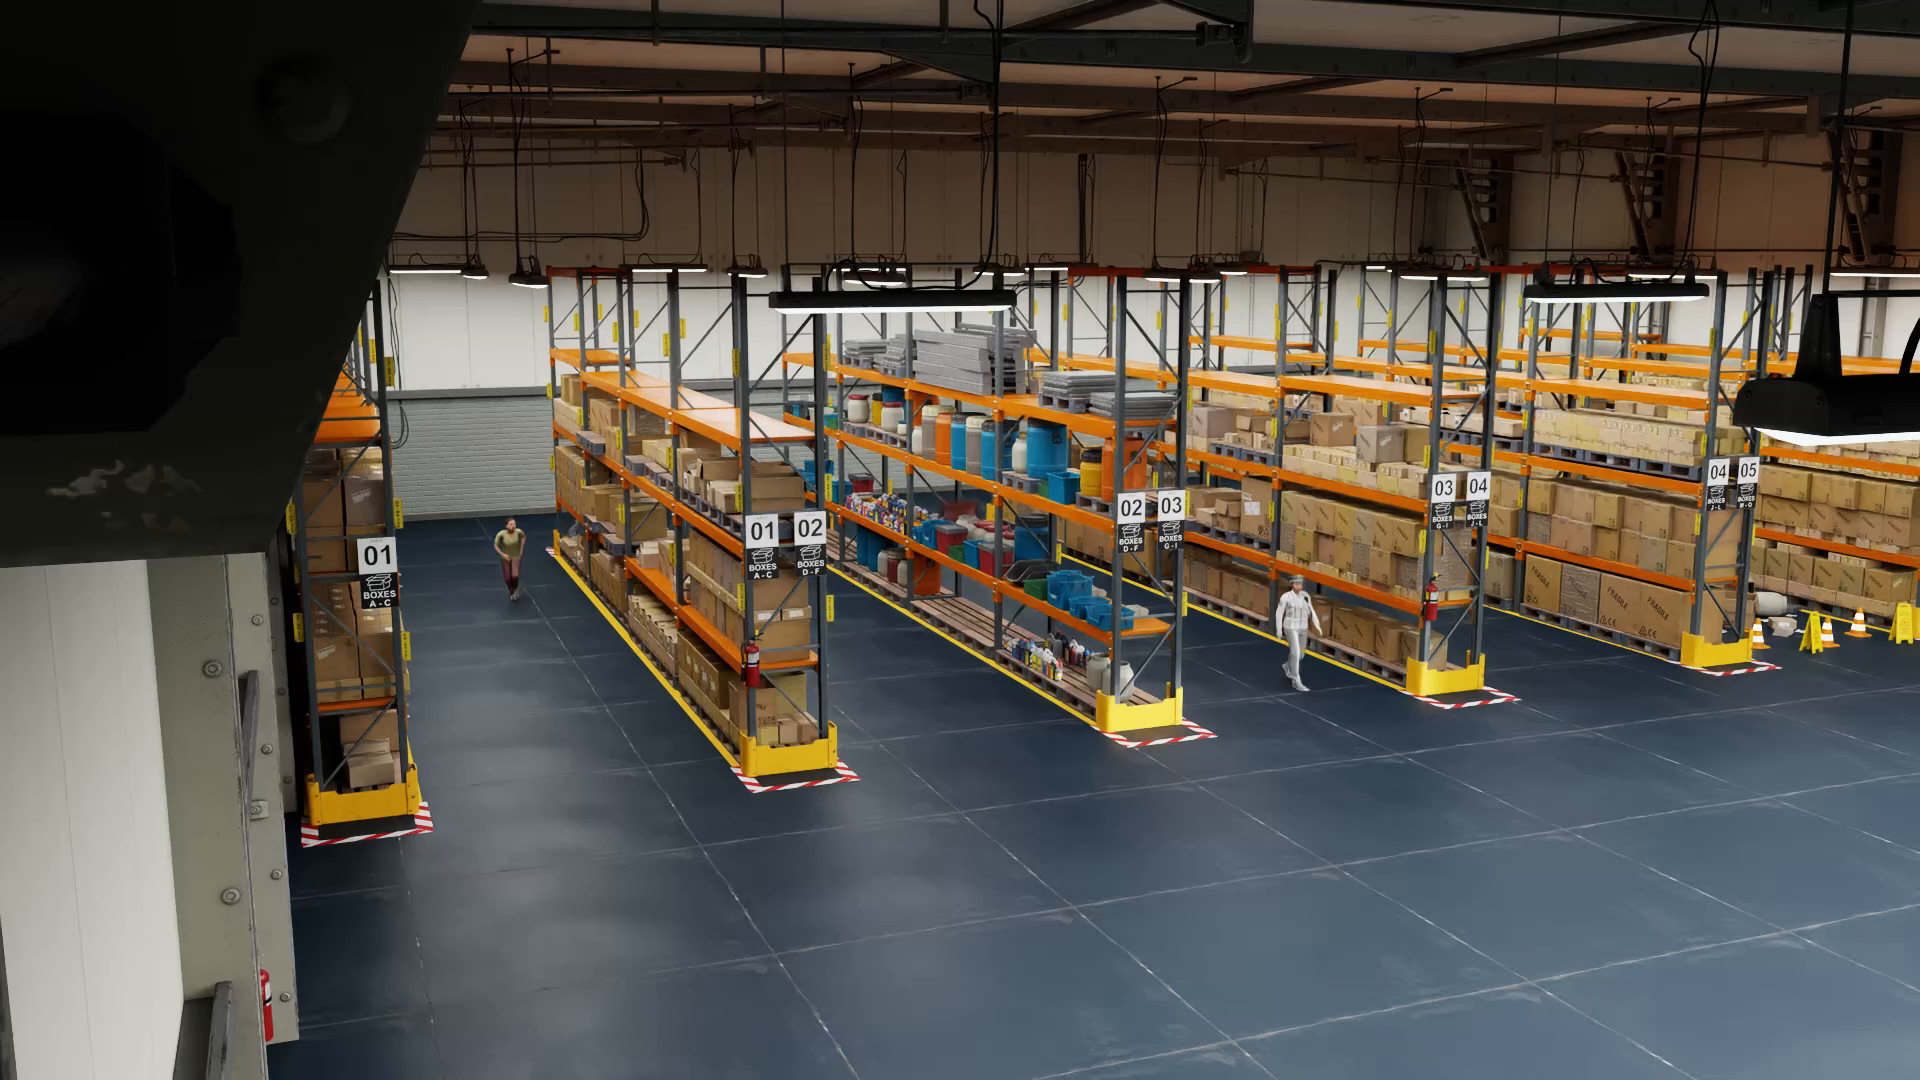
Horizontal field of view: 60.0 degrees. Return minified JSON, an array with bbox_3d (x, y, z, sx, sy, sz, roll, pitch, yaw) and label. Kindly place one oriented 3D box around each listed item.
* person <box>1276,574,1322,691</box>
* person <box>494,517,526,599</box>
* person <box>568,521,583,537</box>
[{"bbox_3d":[4.916,1.305,24.325,0.566,1.684,0.790,-4,11,-20],"label":"person"},{"bbox_3d":[-8.162,0.334,30.212,0.543,1.575,0.687,-2,10,-9],"label":"person"},{"bbox_3d":[-8.099,-0.830,36.387,1.027,1.739,0.525,-1,10,-4],"label":"person"}]
